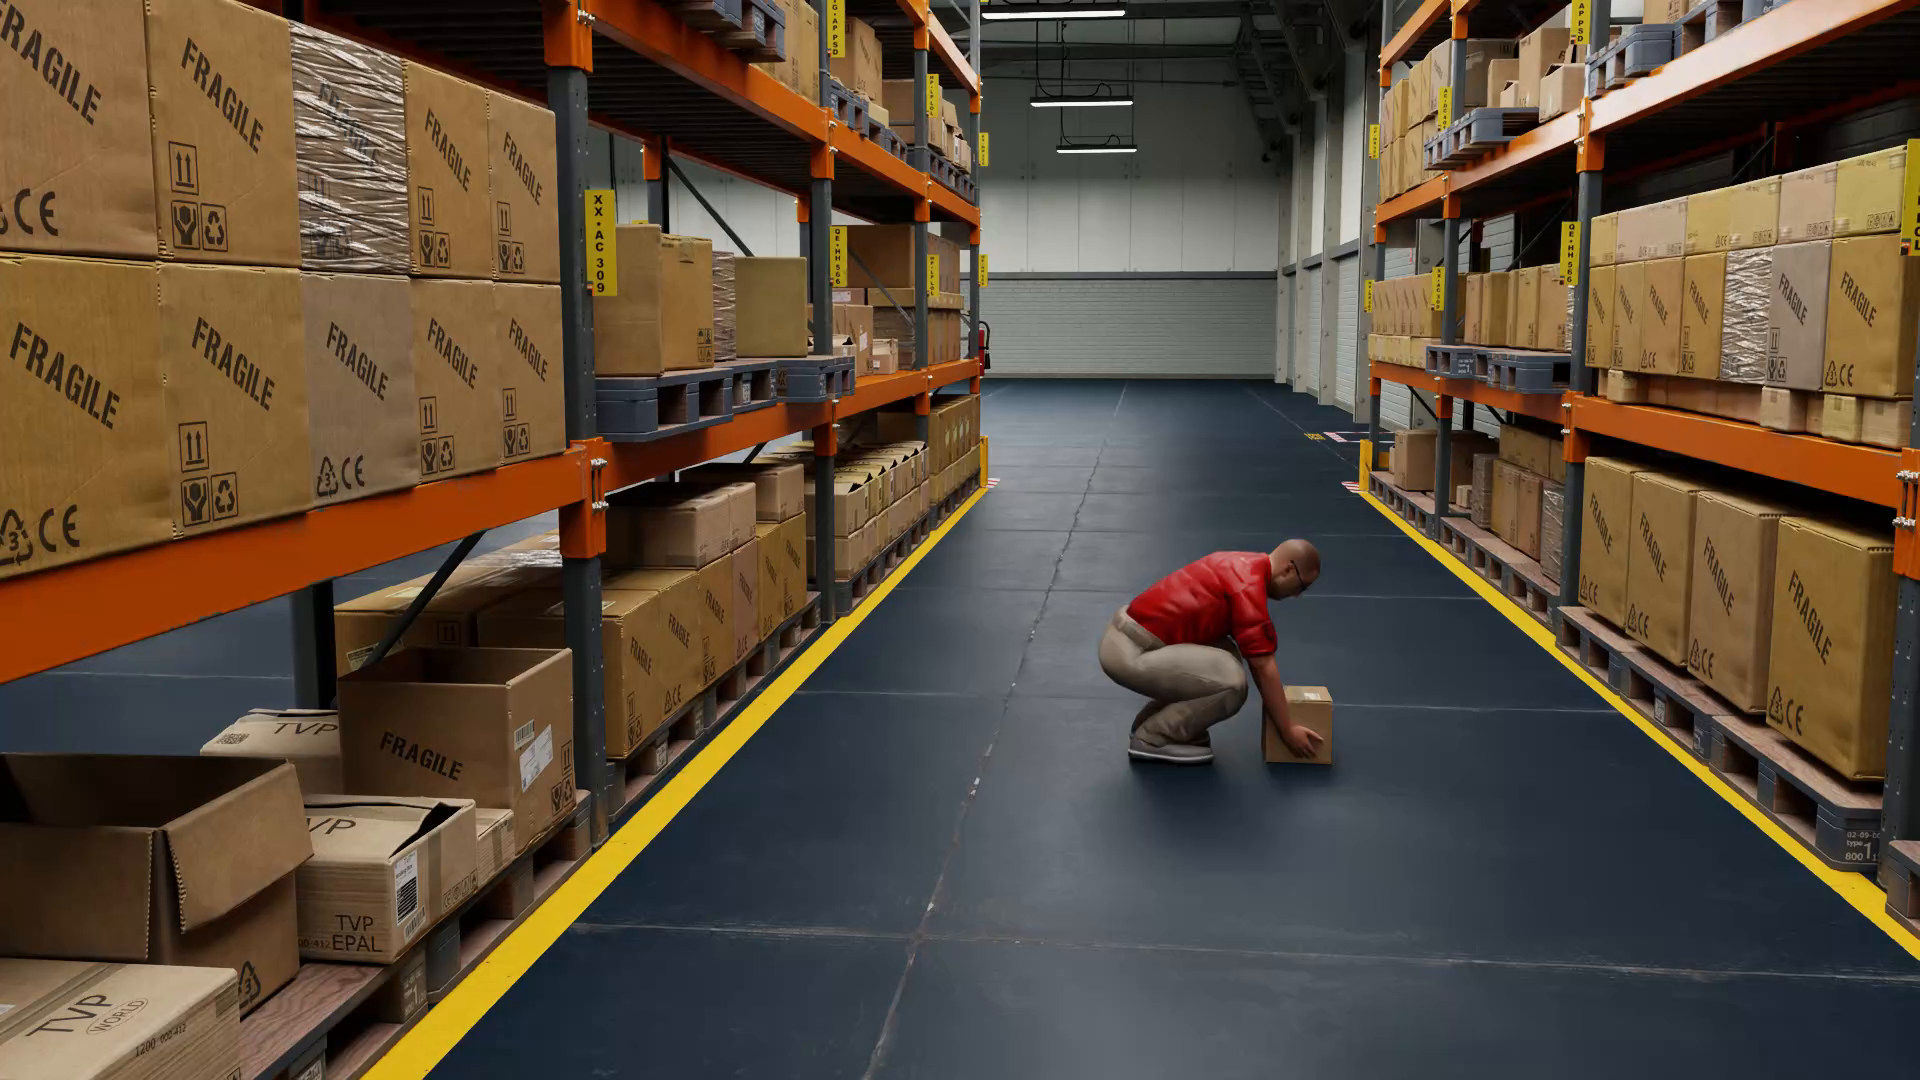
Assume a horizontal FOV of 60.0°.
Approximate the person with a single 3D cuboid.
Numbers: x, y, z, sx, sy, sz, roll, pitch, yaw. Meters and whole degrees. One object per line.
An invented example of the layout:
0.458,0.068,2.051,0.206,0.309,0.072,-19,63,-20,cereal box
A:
1.006,0.425,6.529,0.807,0.852,0.555,1,8,6,person
